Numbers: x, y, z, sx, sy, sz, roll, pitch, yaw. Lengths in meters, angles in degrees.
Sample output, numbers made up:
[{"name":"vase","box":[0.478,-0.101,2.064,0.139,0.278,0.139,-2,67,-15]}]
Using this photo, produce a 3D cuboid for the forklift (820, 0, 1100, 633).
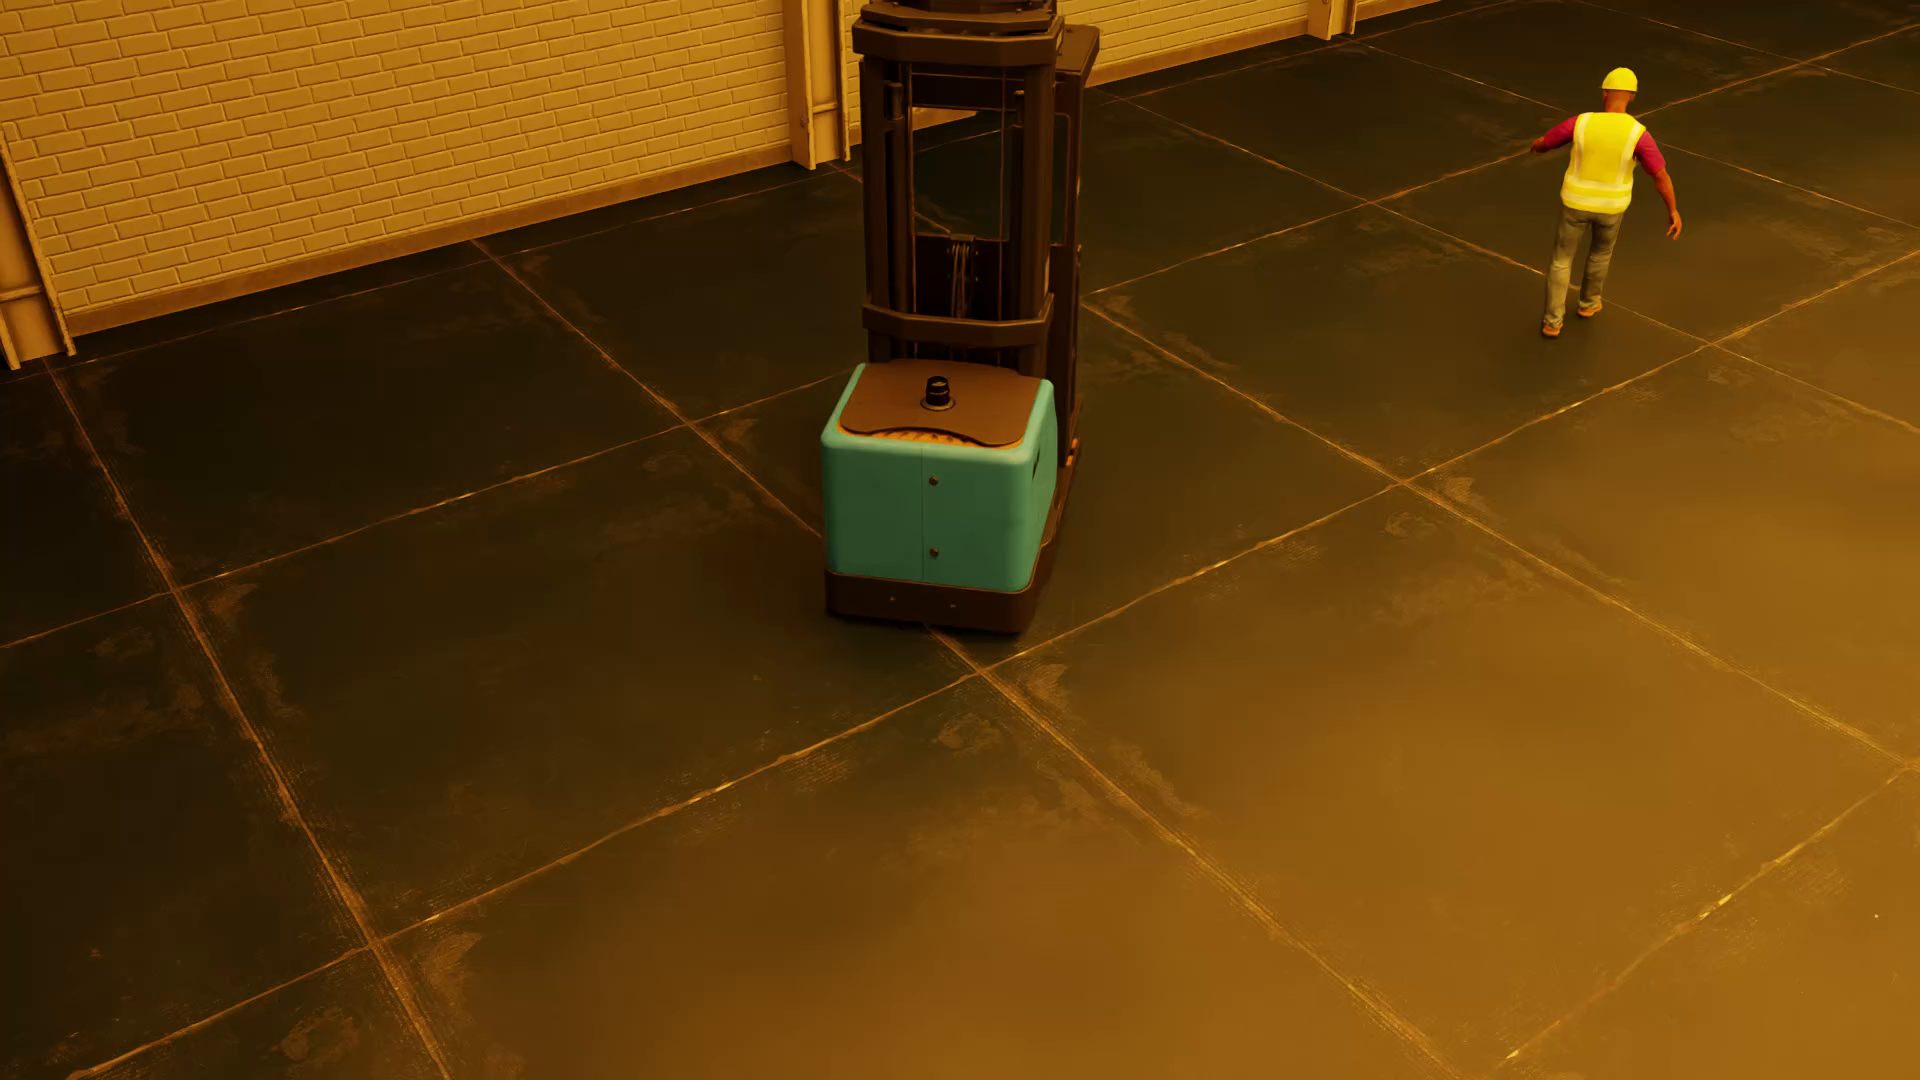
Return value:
[{"name":"forklift","box":[0.100,-1.569,8.755,1.130,2.935,3.031,6,34,9]}]

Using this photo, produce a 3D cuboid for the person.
[{"name":"person","box":[4.172,-2.217,10.820,1.025,1.742,0.756,13,36,19]}]
